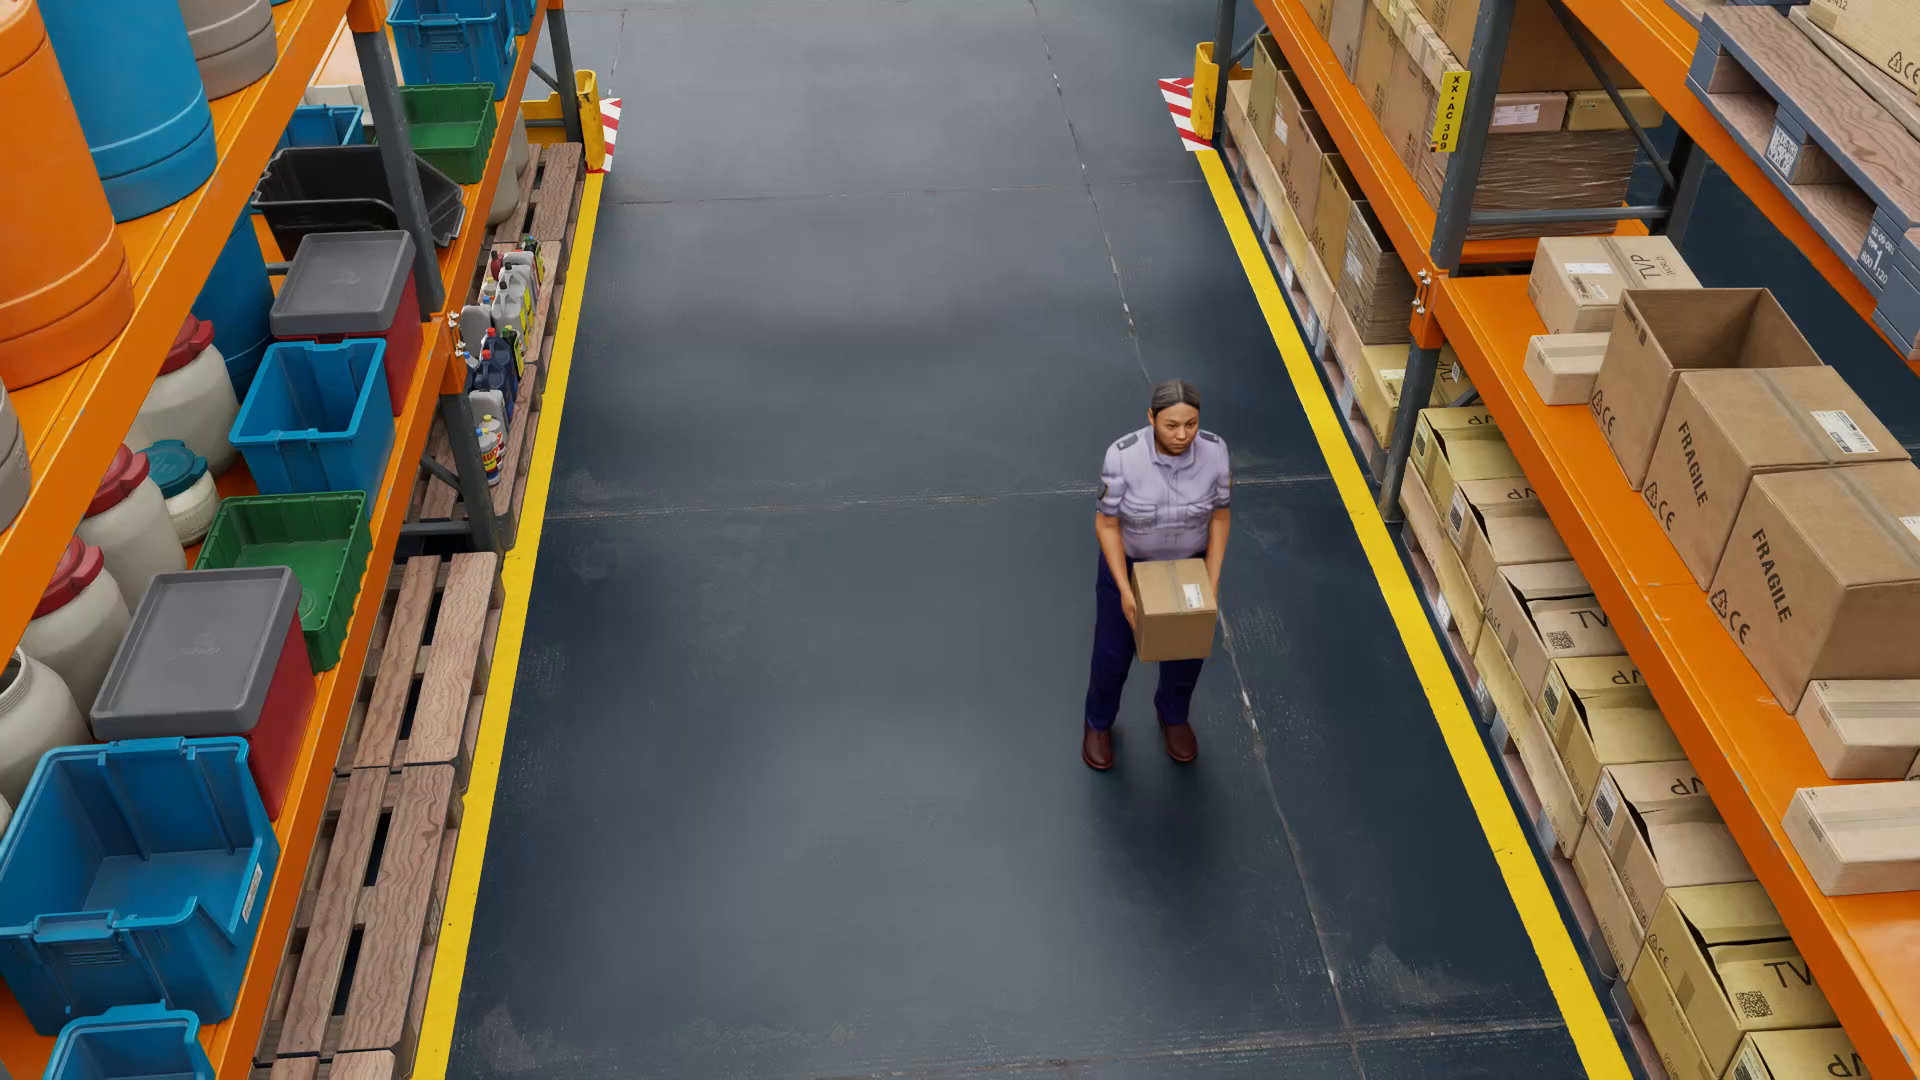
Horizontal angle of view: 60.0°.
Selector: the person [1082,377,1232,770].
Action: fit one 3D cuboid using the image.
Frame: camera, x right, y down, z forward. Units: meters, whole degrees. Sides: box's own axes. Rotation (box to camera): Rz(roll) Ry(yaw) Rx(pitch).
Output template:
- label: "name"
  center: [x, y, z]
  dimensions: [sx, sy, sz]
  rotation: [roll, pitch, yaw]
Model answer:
- label: "person"
  center: [0.716, 0.161, 5.975]
  dimensions: [0.494, 1.639, 0.463]
  rotation: [-4, 39, -4]
